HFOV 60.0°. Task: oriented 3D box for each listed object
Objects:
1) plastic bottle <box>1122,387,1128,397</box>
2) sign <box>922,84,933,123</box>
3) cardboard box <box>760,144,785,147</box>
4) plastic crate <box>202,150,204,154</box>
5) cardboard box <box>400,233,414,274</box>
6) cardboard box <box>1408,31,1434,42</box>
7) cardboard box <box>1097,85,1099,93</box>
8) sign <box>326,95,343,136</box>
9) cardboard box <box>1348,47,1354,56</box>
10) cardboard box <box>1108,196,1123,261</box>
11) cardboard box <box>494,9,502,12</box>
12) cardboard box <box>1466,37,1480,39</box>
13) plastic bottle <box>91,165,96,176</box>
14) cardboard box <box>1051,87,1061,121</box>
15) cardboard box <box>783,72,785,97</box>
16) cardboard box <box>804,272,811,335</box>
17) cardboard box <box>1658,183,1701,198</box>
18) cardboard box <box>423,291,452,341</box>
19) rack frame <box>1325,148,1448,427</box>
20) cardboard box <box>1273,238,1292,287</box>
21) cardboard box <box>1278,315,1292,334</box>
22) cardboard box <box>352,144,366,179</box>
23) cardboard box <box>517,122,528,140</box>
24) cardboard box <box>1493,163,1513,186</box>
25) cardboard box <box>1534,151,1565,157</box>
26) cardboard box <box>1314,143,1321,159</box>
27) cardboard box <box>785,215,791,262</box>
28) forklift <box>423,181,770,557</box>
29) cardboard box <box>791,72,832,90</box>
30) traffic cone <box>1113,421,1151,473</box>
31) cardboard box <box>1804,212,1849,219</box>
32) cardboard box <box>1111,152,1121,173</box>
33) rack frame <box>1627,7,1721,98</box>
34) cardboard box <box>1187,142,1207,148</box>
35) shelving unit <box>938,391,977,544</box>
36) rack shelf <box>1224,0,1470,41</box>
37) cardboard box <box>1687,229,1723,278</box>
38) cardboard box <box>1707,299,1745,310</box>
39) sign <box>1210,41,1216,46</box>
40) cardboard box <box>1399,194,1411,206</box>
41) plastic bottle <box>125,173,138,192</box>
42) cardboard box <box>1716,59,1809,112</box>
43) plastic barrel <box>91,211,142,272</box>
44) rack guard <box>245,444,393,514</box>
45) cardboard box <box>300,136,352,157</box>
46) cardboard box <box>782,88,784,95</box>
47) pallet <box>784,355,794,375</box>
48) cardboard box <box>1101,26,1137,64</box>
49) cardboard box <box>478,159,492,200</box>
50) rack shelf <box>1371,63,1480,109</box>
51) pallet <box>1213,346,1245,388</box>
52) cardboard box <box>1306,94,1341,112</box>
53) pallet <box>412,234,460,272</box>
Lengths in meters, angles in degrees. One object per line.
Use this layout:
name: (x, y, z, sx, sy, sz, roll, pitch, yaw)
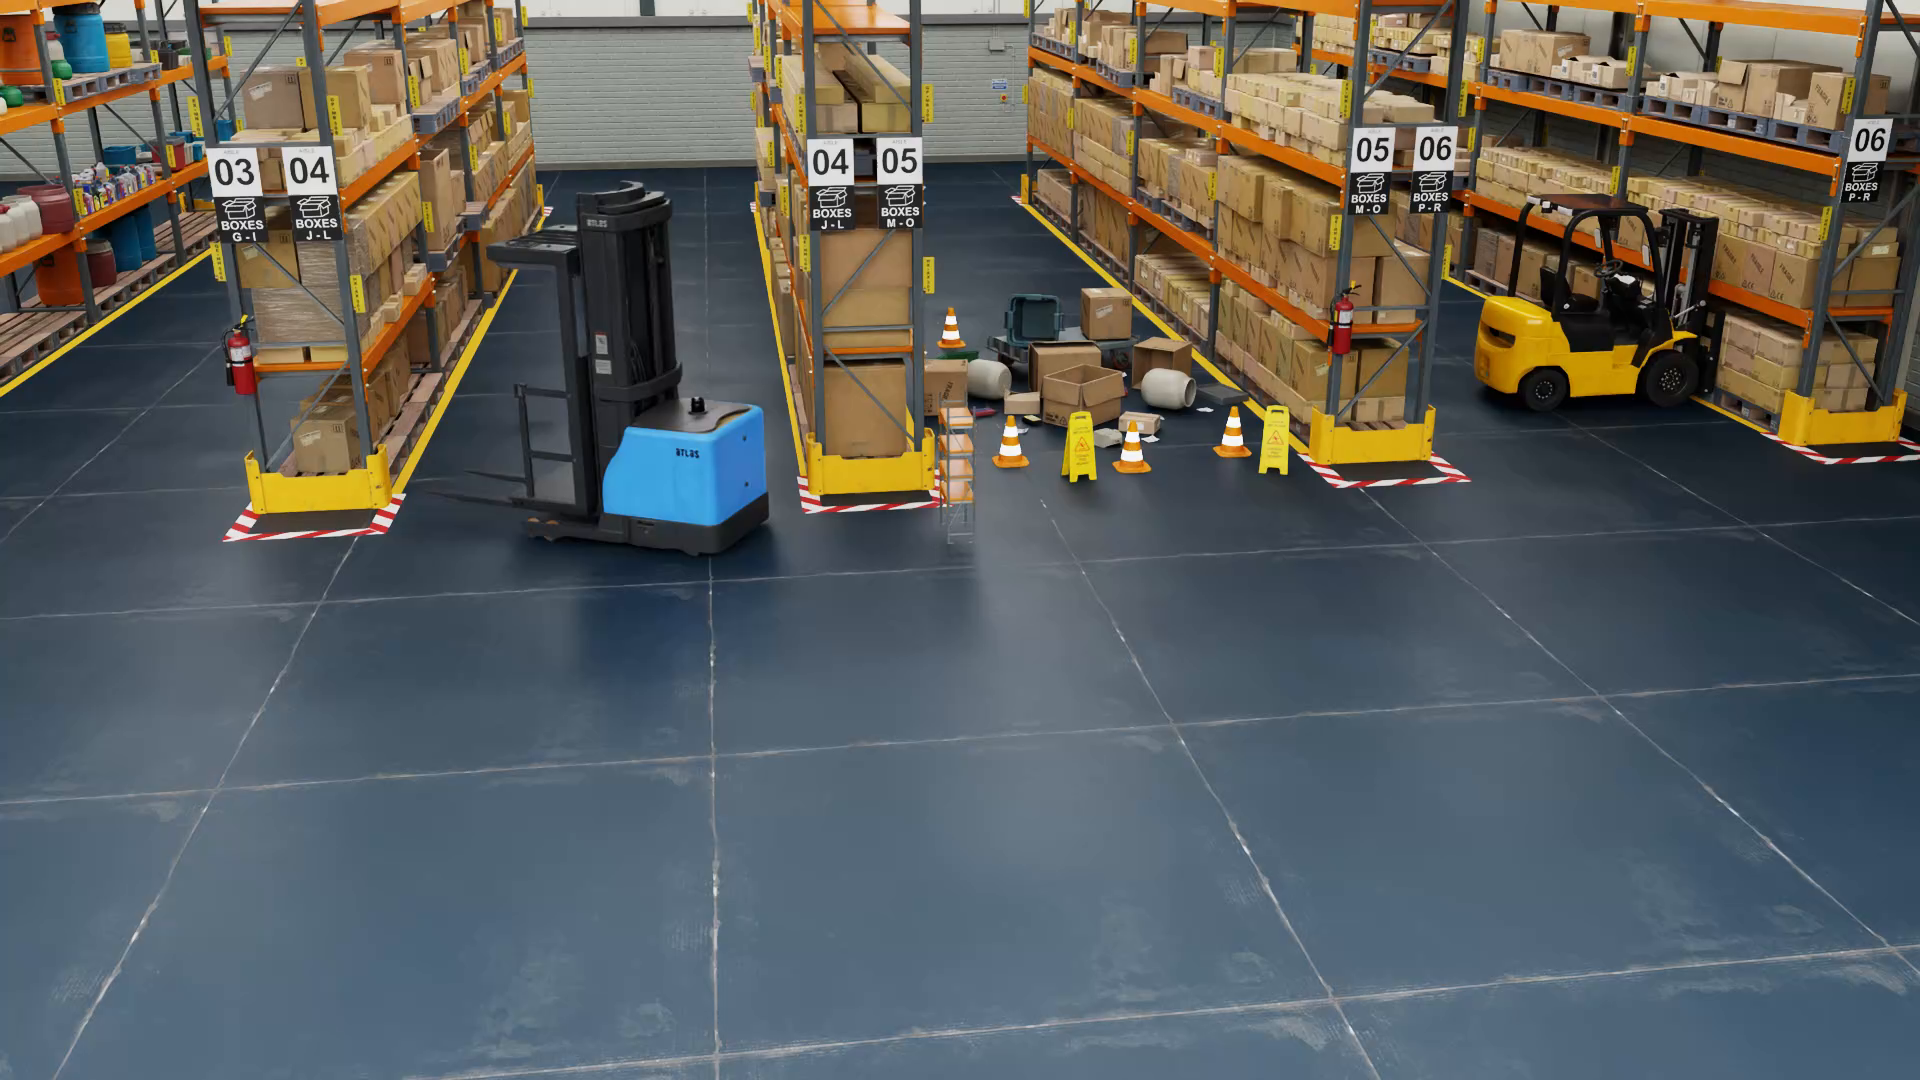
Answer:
plastic bottle: (1.804, -1.664, 18.584, 0.133, 0.061, 0.283, 1, 20, 2)
sign: (-0.283, -3.790, 14.427, 0.100, 0.325, 0.005, -3, 21, -8)
cardboard box: (-2.653, -5.540, 23.671, 0.380, 0.149, 0.250, -3, 21, -8)
plastic crate: (-12.514, -6.321, 27.143, 0.298, 0.136, 0.250, -3, 21, -8)
cardboard box: (-6.329, -3.109, 17.686, 0.875, 0.500, 0.500, -3, 21, -8)
cardboard box: (7.095, -7.706, 25.464, 0.380, 0.149, 0.250, -3, 21, -7)
cardboard box: (2.401, -7.468, 27.424, 0.380, 0.149, 0.250, -3, 21, -8)
sign: (-5.219, -3.539, 13.869, 0.100, 0.325, 0.005, -3, 21, -8)
cardboard box: (6.795, -8.264, 28.127, 0.380, 0.149, 0.250, -3, 21, -8)
cardboard box: (2.756, -4.721, 25.004, 0.875, 0.875, 0.875, -3, 21, -7)
cardboard box: (-7.972, -8.554, 27.659, 0.700, 0.500, 0.500, -4, 21, -10)
cardboard box: (7.450, -7.260, 24.299, 0.380, 0.149, 0.250, -3, 21, -9)
plastic bottle: (-12.737, -5.353, 24.427, 0.061, 0.283, 0.133, -3, 21, -8)
cardboard box: (1.832, -7.368, 28.085, 0.500, 0.500, 0.500, -3, 21, -7)
cardboard box: (-1.616, -4.832, 17.624, 0.500, 0.250, 0.500, -3, 21, -7)
cardboard box: (-1.032, -2.298, 15.868, 0.875, 0.550, 0.550, -3, 21, -8)
cardboard box: (8.311, -4.024, 19.209, 0.380, 0.149, 0.250, -3, 21, -9)
cardboard box: (-6.531, -2.691, 20.077, 0.700, 0.500, 0.500, -5, 21, -12)
rack frame: (4.051, -2.197, 15.811, 1.000, 3.000, 0.127, -3, 21, -8)
cardboard box: (3.564, -2.904, 17.137, 0.500, 0.500, 0.500, -3, 21, -8)
cardboard box: (3.525, -2.236, 17.246, 0.380, 0.149, 0.250, -3, 21, -7)
cardboard box: (-5.650, -3.390, 14.933, 0.500, 0.250, 0.500, -3, 21, -9)
cardboard box: (-7.657, -6.976, 28.396, 0.500, 0.250, 0.500, -3, 21, -9)
cardboard box: (7.702, -5.043, 22.931, 0.500, 0.250, 0.500, -2, 21, -6)
cardboard box: (8.181, -5.289, 23.020, 0.380, 0.149, 0.250, -3, 21, -8)
cardboard box: (3.650, -3.772, 16.101, 0.380, 0.149, 0.250, -2, 21, -6)
cardboard box: (-1.749, -3.511, 19.187, 0.500, 0.500, 0.500, -3, 21, -8)
forklift: (-3.239, -1.536, 14.139, 3.031, 2.935, 1.130, 7, 22, 19)
cardboard box: (-1.400, -4.357, 15.783, 0.380, 0.149, 0.250, -3, 21, -9)
traffic cone: (1.663, -0.919, 16.014, 0.336, 0.463, 0.334, -3, 21, -8)
cardboard box: (9.048, -3.335, 17.363, 0.380, 0.149, 0.250, -3, 21, -7)
cardboard box: (2.499, -5.463, 24.055, 0.500, 0.250, 0.500, -3, 21, -9)
rack frame: (8.385, -6.644, 19.143, 1.000, 3.000, 0.127, -3, 21, -8)
cardboard box: (3.324, -5.028, 22.223, 0.500, 0.500, 0.500, -3, 21, -9)
shelving unit: (-0.024, -0.619, 14.160, 0.258, 1.200, 0.503, -3, 21, -8)
rack shelf: (3.762, -5.361, 16.742, 1.077, 0.370, 4.000, -3, 21, -8)
cardboard box: (8.408, -3.184, 18.310, 0.500, 0.500, 0.500, -3, 21, -7)
cardboard box: (8.359, -2.496, 18.512, 0.500, 0.250, 0.500, -3, 21, -9)
sign: (3.435, -6.641, 22.683, 0.100, 0.325, 0.005, -3, 21, -8)
cardboard box: (7.237, -5.432, 26.519, 0.380, 0.149, 0.250, -3, 21, -8)
plastic bottle: (-11.885, -5.123, 23.822, 0.152, 0.276, 0.135, -3, 21, -8)
cardboard box: (8.562, -4.851, 17.739, 0.797, 0.503, 0.637, -2, 21, -6)
plastic barrel: (-12.223, -4.381, 24.059, 0.600, 0.901, 0.708, -3, 21, -8)
rack guard: (-5.767, -0.552, 14.981, 1.175, 0.500, 0.348, -3, 21, -8)
cardboard box: (-5.508, -3.420, 14.444, 0.380, 0.149, 0.250, -2, 21, -7)
cardboard box: (-1.805, -5.292, 19.282, 0.500, 0.250, 0.500, -3, 21, -8)
pallet: (-1.595, -2.254, 19.950, 1.003, 0.211, 1.213, -3, 21, -8)
cardboard box: (2.356, -7.211, 24.206, 0.500, 0.500, 0.500, -3, 21, -7)
cardboard box: (-6.864, -5.051, 23.311, 0.500, 0.500, 0.500, -3, 21, -9)
rack shelf: (7.521, -6.979, 25.356, 1.077, 0.370, 4.000, -3, 21, -8)
pallet: (3.606, -2.045, 19.389, 1.003, 0.211, 1.213, -3, 21, -8)
cardboard box: (3.642, -4.314, 16.413, 0.380, 0.149, 0.250, -3, 21, -8)
pallet: (-6.299, -3.264, 18.943, 1.003, 0.211, 1.213, -3, 21, -8)
